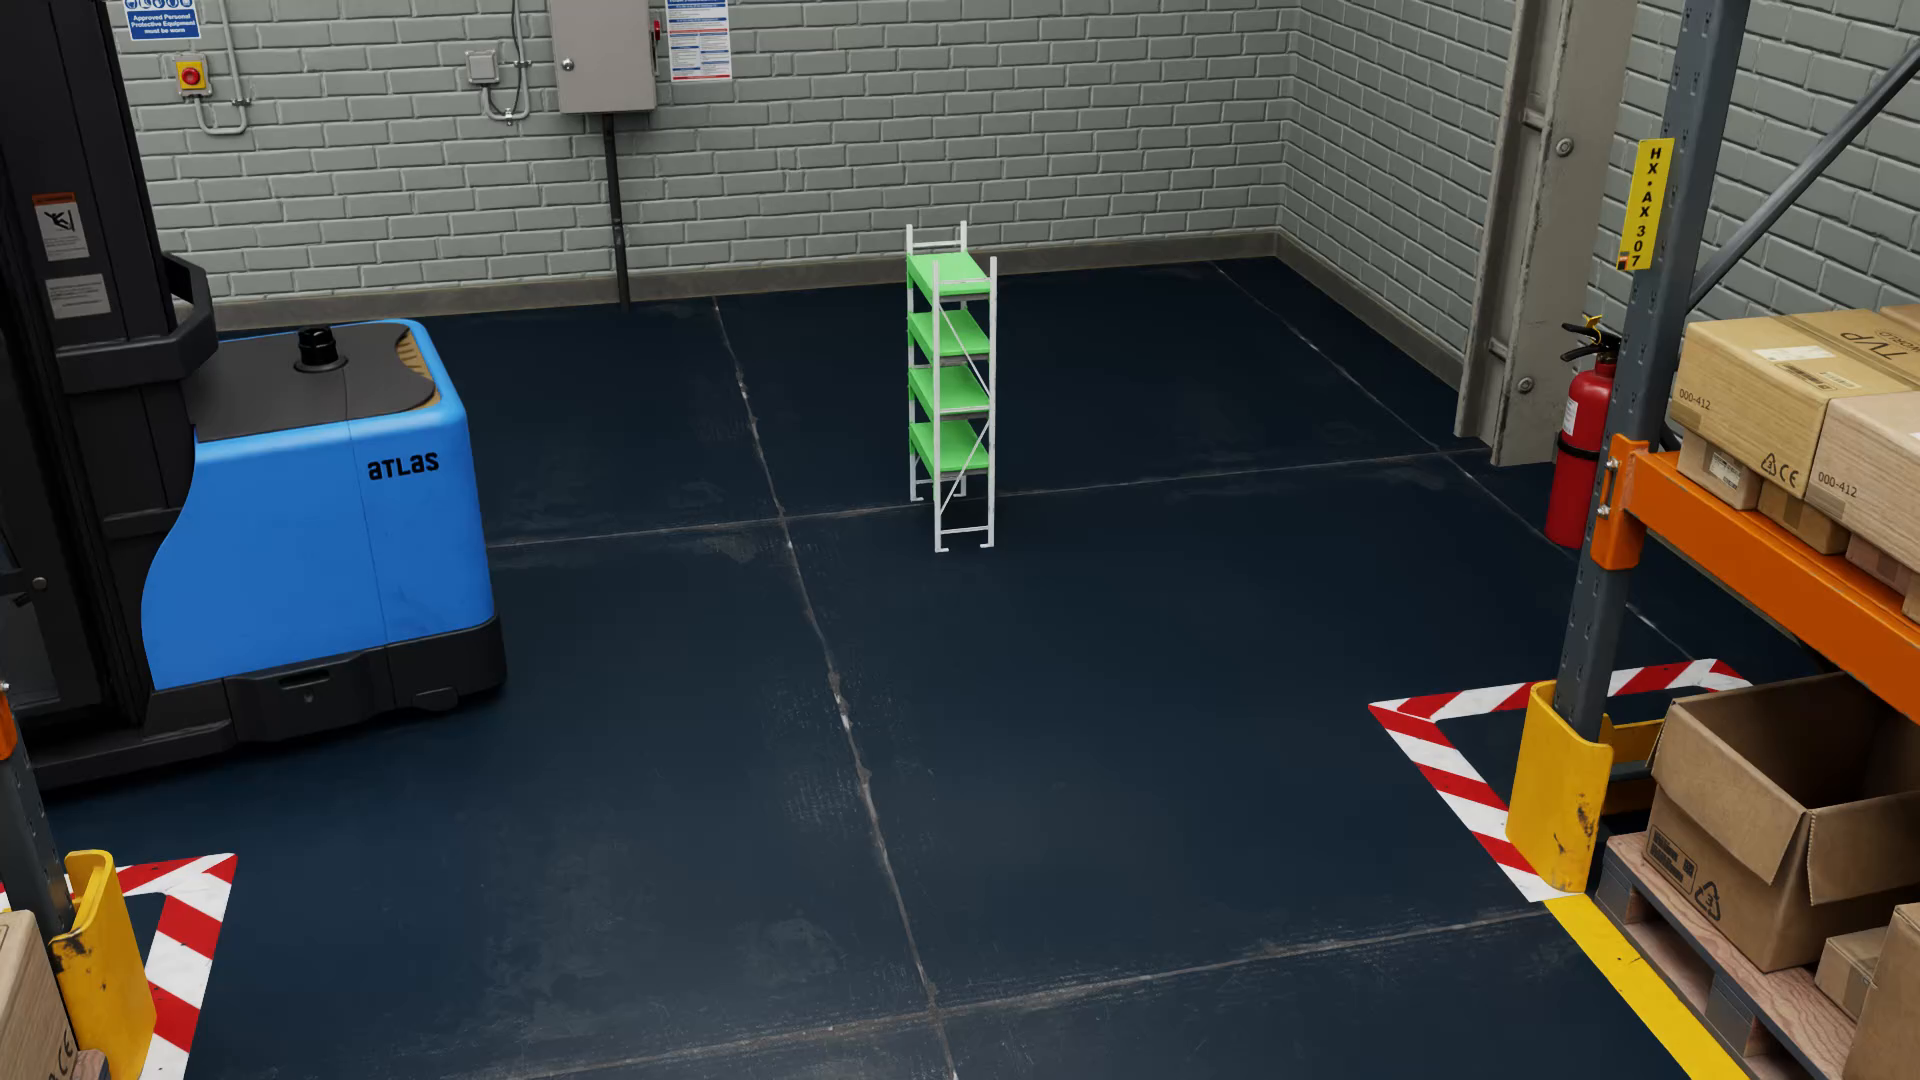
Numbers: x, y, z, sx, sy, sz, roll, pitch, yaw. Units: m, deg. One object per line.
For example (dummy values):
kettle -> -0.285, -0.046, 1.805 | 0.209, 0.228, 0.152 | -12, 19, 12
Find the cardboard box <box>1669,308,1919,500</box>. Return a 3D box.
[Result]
cardboard box -> 2.057, -0.331, 3.914 | 0.500, 0.250, 0.500 | -6, 27, -11

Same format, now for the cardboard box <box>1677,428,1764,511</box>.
cardboard box -> 2.024, -0.208, 4.111 | 0.380, 0.149, 0.250 | -6, 27, -12

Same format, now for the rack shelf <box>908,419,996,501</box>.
rack shelf -> -0.037, -0.337, 6.761 | 0.258, 0.148, 0.480 | -6, 27, -12

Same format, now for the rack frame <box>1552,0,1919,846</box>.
rack frame -> 2.217, -0.492, 4.396 | 1.000, 3.000, 0.127 | -6, 27, -12

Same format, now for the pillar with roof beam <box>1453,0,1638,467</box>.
pillar with roof beam -> -1.707, -4.008, 4.704 | 9.100, 9.000, 0.400 | -6, 27, -12

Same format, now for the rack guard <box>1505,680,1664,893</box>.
rack guard -> 2.234, 0.657, 4.893 | 1.175, 0.500, 0.348 | -6, 27, -12

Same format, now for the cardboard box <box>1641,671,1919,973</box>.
cardboard box -> 2.262, 0.713, 4.312 | 0.797, 0.503, 0.637 | -7, 28, -14

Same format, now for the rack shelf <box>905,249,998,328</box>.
rack shelf -> -0.037, -0.980, 6.436 | 0.258, 0.148, 0.480 | -6, 27, -12

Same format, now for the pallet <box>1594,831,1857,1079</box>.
pallet -> 2.415, 1.136, 4.265 | 1.003, 0.211, 1.213 | -6, 27, -12

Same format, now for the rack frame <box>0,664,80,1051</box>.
rack frame -> -2.618, 0.014, 3.394 | 1.000, 3.000, 0.127 | -6, 27, -12

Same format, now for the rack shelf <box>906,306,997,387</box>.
rack shelf -> -0.037, -0.766, 6.544 | 0.258, 0.148, 0.480 | -6, 27, -12

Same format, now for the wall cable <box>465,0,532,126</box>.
wall cable -> -2.533, -3.062, 8.360 | 0.588, 1.984, 0.122 | -6, 27, -12

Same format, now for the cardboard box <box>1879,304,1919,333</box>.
cardboard box -> 2.579, -0.383, 4.016 | 0.500, 0.250, 0.500 | -5, 27, -10

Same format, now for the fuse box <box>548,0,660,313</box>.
fuse box -> -1.832, -2.033, 8.879 | 0.539, 1.711, 0.414 | -6, 27, -12

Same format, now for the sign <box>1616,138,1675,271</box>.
sign -> 1.688, -0.823, 4.091 | 0.100, 0.325, 0.005 | -6, 27, -12

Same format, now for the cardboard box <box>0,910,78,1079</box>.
cardboard box -> -2.372, 1.250, 3.323 | 0.875, 0.438, 0.875 | -7, 28, -13

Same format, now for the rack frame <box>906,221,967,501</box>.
rack frame -> -0.092, -0.715, 6.836 | 0.240, 1.200, 0.015 | -6, 27, -12

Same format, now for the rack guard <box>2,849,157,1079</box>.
rack guard -> -2.624, 1.119, 3.978 | 1.175, 0.500, 0.348 | -6, 27, -12

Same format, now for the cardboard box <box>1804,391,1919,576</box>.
cardboard box -> 2.170, -0.110, 3.475 | 0.500, 0.250, 0.500 | -6, 27, -11

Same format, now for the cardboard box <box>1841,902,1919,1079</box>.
cardboard box -> 2.417, 1.094, 3.562 | 0.700, 0.500, 0.500 | -5, 27, -9

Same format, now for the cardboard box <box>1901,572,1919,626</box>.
cardboard box -> 2.216, 0.128, 3.445 | 0.380, 0.149, 0.250 | -5, 27, -10

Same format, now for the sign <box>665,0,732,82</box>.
sign -> -1.398, -2.707, 8.890 | 0.329, 0.494, 0.001 | -6, 27, -12

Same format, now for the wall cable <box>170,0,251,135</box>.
wall cable -> -3.912, -2.927, 8.057 | 0.585, 1.953, 0.123 | -6, 27, -12

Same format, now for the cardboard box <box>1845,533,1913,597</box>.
cardboard box -> 2.219, 0.011, 3.678 | 0.380, 0.149, 0.250 | -6, 27, -12

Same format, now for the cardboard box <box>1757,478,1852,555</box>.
cardboard box -> 2.126, -0.101, 3.899 | 0.380, 0.149, 0.250 | -5, 27, -10

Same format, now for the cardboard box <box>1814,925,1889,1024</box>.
cardboard box -> 2.320, 1.062, 4.015 | 0.380, 0.149, 0.250 | -7, 28, -14

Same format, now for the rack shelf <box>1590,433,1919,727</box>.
rack shelf -> 2.668, 0.707, 2.818 | 1.077, 0.370, 4.000 | -6, 27, -12

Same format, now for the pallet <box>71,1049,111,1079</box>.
pallet -> -2.362, 1.602, 3.342 | 1.003, 0.211, 1.213 | -6, 27, -12

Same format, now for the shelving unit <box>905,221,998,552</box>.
shelving unit -> -0.037, -0.608, 6.624 | 0.258, 1.200, 0.503 | -6, 27, -12

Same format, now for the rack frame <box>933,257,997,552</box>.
rack frame -> 0.018, -0.501, 6.411 | 0.240, 1.200, 0.015 | -6, 27, -12

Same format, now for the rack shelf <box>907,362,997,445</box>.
rack shelf -> -0.037, -0.551, 6.652 | 0.258, 0.148, 0.480 | -6, 27, -12

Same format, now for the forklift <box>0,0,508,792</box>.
forklift -> -3.108, -0.691, 4.865 | 3.031, 2.935, 1.130 | -11, 29, -21

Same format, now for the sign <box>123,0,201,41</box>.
sign -> -3.973, -2.602, 8.276 | 0.327, 0.218, 0.001 | -6, 27, -12

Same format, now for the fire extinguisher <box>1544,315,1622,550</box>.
fire extinguisher -> 1.733, -0.309, 4.532 | 0.296, 0.674, 0.183 | -6, 27, -12

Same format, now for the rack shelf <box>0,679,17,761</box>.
rack shelf -> -2.168, 1.213, 1.816 | 1.077, 0.370, 4.000 | -6, 27, -12
